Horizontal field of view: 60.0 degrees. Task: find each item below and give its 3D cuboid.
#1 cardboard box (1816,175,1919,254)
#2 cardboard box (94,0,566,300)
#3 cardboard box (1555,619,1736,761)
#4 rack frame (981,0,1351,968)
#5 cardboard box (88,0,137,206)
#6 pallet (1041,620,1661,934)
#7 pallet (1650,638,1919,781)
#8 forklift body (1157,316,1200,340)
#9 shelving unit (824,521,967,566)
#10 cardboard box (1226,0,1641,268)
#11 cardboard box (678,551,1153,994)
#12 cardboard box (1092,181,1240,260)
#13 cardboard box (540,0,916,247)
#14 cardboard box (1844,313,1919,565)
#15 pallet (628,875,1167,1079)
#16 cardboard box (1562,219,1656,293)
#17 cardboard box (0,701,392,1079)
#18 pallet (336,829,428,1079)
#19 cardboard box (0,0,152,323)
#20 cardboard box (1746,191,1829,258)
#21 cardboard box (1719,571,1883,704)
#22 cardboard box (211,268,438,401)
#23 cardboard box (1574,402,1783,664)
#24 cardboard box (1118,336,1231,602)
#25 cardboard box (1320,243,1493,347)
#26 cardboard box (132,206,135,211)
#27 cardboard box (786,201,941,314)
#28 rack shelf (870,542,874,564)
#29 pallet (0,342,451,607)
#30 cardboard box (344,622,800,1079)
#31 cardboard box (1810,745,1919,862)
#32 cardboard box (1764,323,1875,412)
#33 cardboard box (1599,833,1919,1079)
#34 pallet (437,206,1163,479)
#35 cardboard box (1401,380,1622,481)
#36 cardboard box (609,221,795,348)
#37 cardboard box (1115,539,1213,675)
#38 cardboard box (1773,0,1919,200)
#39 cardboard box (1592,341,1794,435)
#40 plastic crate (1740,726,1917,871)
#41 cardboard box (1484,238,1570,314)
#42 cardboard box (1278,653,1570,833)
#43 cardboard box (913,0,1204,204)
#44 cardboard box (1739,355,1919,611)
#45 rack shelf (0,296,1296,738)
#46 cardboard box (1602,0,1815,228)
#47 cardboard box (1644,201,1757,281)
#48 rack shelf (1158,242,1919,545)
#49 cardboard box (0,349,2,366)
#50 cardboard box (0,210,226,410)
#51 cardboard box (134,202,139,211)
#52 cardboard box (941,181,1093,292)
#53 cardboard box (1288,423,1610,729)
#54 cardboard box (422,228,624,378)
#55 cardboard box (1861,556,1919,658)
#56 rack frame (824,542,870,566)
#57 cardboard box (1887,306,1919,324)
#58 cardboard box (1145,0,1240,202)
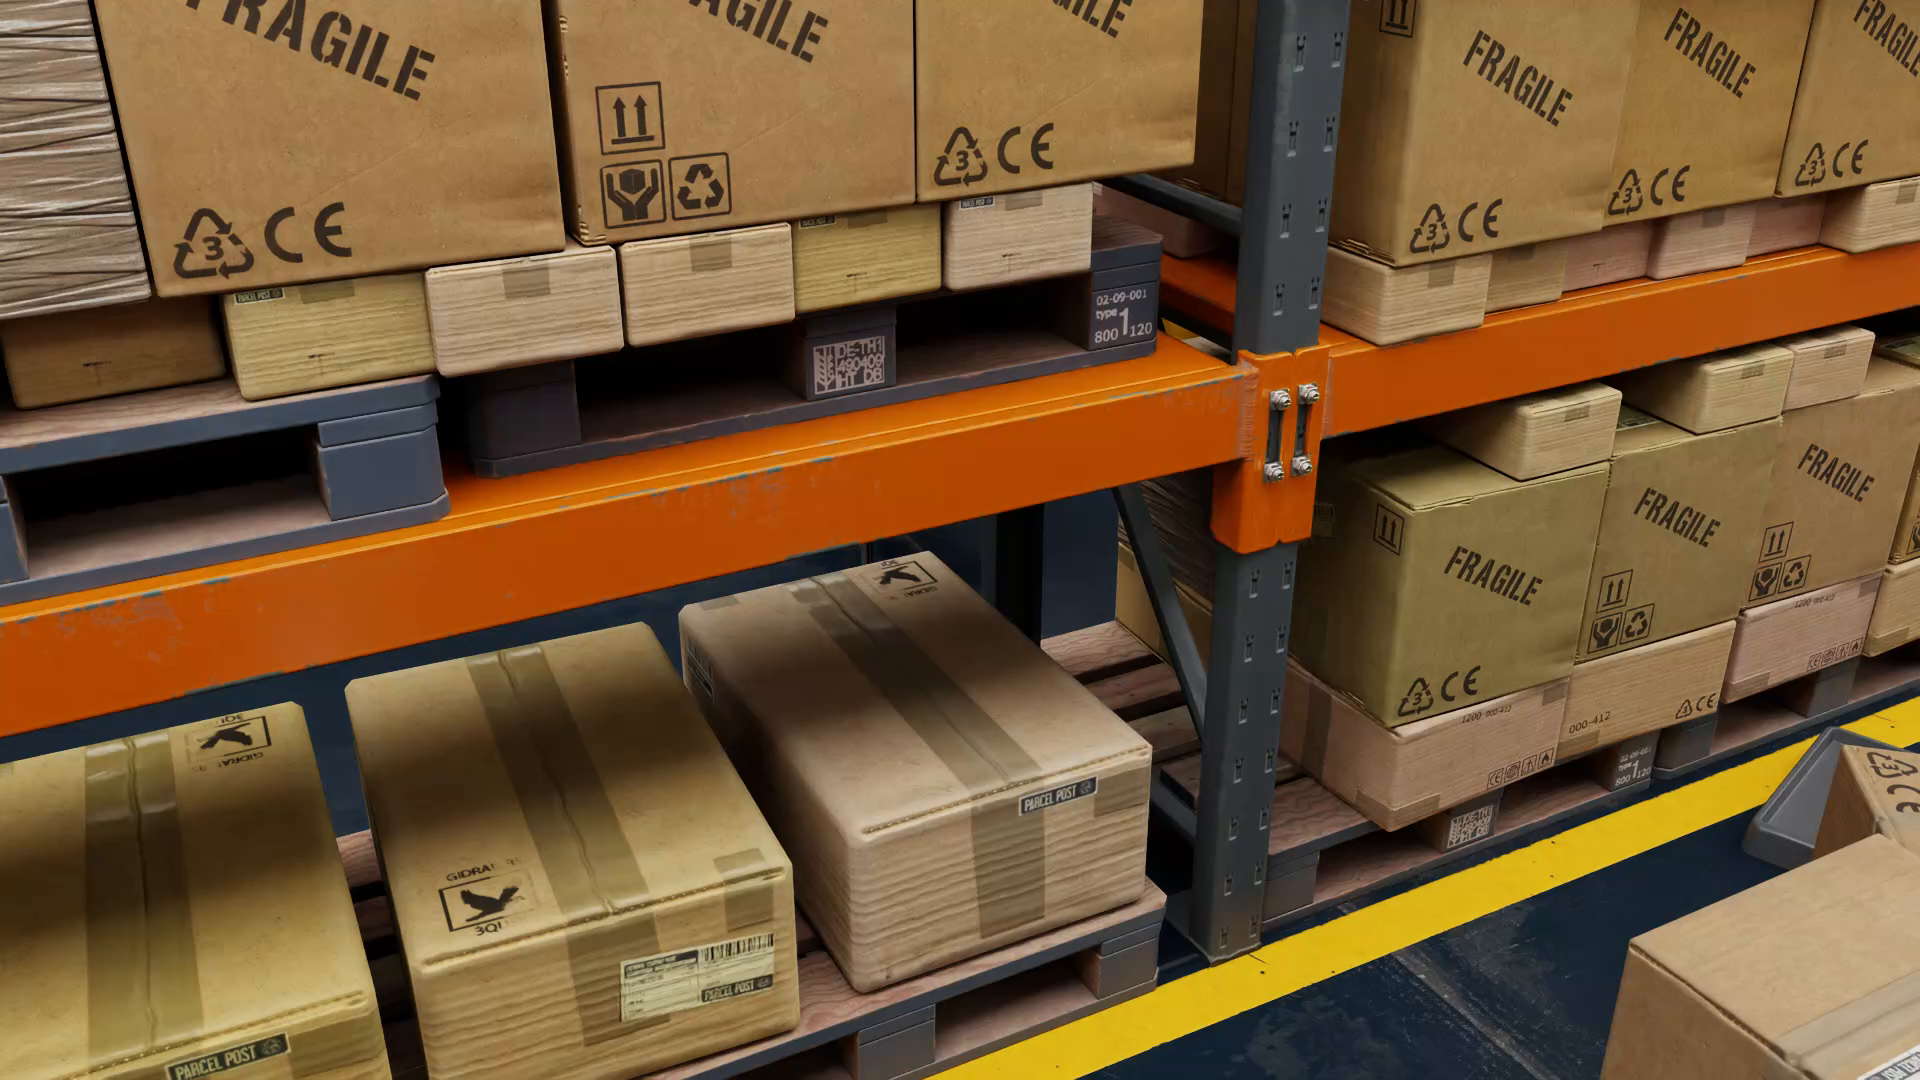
[{"bbox_3d":[1.899,-0.762,3.661,0.250,0.149,0.380,-13,28,-25],"label":"cardboard box"},{"bbox_3d":[-0.858,-0.659,2.212,0.500,0.500,0.500,-12,28,-23],"label":"cardboard box"},{"bbox_3d":[1.451,0.244,3.968,0.500,0.250,0.500,-11,28,-22],"label":"cardboard box"},{"bbox_3d":[0.337,-0.676,3.193,0.127,3.000,1.000,-13,29,-25],"label":"rack frame"},{"bbox_3d":[-1.544,-0.752,2.407,0.500,0.500,0.500,-14,29,-27],"label":"cardboard box"},{"bbox_3d":[0.913,0.431,4.109,1.213,0.211,1.003,-13,29,-25],"label":"pallet"},{"bbox_3d":[1.991,0.180,4.630,1.213,0.211,1.003,-13,29,-25],"label":"pallet"},{"bbox_3d":[0.713,-1.920,6.764,1.214,2.155,2.313,-13,29,-25],"label":"forklift body"},{"bbox_3d":[-0.146,-0.913,4.725,0.503,2.100,0.431,-13,29,-25],"label":"shelving unit"},{"bbox_3d":[0.857,-0.839,3.072,0.500,0.500,0.500,-13,29,-25],"label":"cardboard box"},{"bbox_3d":[-0.124,0.427,3.446,0.625,0.372,0.950,-13,28,-24],"label":"cardboard box"},{"bbox_3d":[0.477,-0.745,3.626,0.250,0.149,0.380,-13,29,-26],"label":"cardboard box"},{"bbox_3d":[-0.399,-0.761,2.426,0.500,0.500,0.500,-13,28,-25],"label":"cardboard box"},{"bbox_3d":[2.375,-0.308,4.252,0.500,0.500,0.500,-14,29,-26],"label":"cardboard box"},{"bbox_3d":[-0.349,0.740,3.465,1.213,0.211,1.003,-13,29,-25],"label":"pallet"},{"bbox_3d":[1.185,-0.642,3.411,0.250,0.149,0.380,-13,29,-25],"label":"cardboard box"},{"bbox_3d":[-1.370,0.717,2.842,0.625,0.372,0.950,-12,28,-23],"label":"cardboard box"},{"bbox_3d":[-1.427,0.990,2.944,1.213,0.211,1.003,-13,29,-25],"label":"pallet"},{"bbox_3d":[-1.319,-0.552,1.989,0.500,0.500,0.500,-14,29,-27],"label":"cardboard box"},{"bbox_3d":[1.640,-0.745,3.626,0.250,0.149,0.380,-13,29,-25],"label":"cardboard box"},{"bbox_3d":[1.917,0.135,4.195,0.500,0.250,0.500,-13,29,-26],"label":"cardboard box"},{"bbox_3d":[-0.894,-0.340,2.297,0.250,0.149,0.380,-13,29,-25],"label":"cardboard box"},{"bbox_3d":[1.452,-0.095,3.807,0.500,0.500,0.500,-12,28,-23],"label":"cardboard box"},{"bbox_3d":[0.733,-0.187,3.999,0.500,0.500,0.500,-13,29,-26],"label":"cardboard box"},{"bbox_3d":[0.766,-0.505,3.126,0.250,0.149,0.380,-13,29,-25],"label":"cardboard box"},{"bbox_3d":[-3.145,-1.424,7.009,0.625,0.625,0.875,-13,29,-26],"label":"cardboard box"},{"bbox_3d":[-0.228,-0.495,2.621,0.250,0.149,0.380,-14,29,-27],"label":"cardboard box"},{"bbox_3d":[-0.146,-0.270,5.034,0.480,0.518,0.431,-13,29,-25],"label":"rack shelf"},{"bbox_3d":[-1.465,-0.194,2.410,1.213,0.211,1.003,-13,29,-25],"label":"pallet"},{"bbox_3d":[-0.757,0.575,3.138,0.625,0.372,0.950,-11,28,-22],"label":"cardboard box"},{"bbox_3d":[1.923,0.751,3.105,0.500,0.500,0.500,5,26,11],"label":"cardboard box"},{"bbox_3d":[1.812,-0.437,3.771,0.250,0.149,0.380,-11,28,-22],"label":"cardboard box"},{"bbox_3d":[1.201,0.783,2.167,0.500,0.500,0.500,-13,29,-25],"label":"cardboard box"},{"bbox_3d":[-0.406,-0.490,3.026,1.213,0.211,1.003,-13,29,-25],"label":"pallet"},{"bbox_3d":[1.123,-0.276,3.435,0.250,0.149,0.380,-13,28,-24],"label":"cardboard box"},{"bbox_3d":[-0.439,-0.429,2.483,0.250,0.149,0.380,-14,29,-26],"label":"cardboard box"},{"bbox_3d":[0.732,0.151,4.162,0.500,0.250,0.500,-12,28,-23],"label":"cardboard box"},{"bbox_3d":[1.738,-1.047,3.506,0.500,0.500,0.500,-13,29,-26],"label":"cardboard box"},{"bbox_3d":[1.576,-0.381,3.655,0.250,0.149,0.380,-12,28,-23],"label":"cardboard box"},{"bbox_3d":[2.108,0.633,3.838,0.402,0.080,0.583,21,33,37],"label":"plastic crate"},{"bbox_3d":[0.965,-0.576,3.274,0.250,0.149,0.380,-12,28,-24],"label":"cardboard box"},{"bbox_3d":[0.985,0.357,3.733,0.500,0.250,0.500,-14,29,-27],"label":"cardboard box"},{"bbox_3d":[0.038,-0.863,2.637,0.500,0.500,0.500,-14,29,-26],"label":"cardboard box"},{"bbox_3d":[1.910,-0.200,4.025,0.500,0.500,0.500,-11,28,-22],"label":"cardboard box"},{"bbox_3d":[-1.428,0.055,2.500,4.000,0.370,1.077,-13,29,-25],"label":"rack shelf"},{"bbox_3d":[1.289,-0.950,3.303,0.500,0.500,0.500,-13,29,-25],"label":"cardboard box"},{"bbox_3d":[1.419,-0.679,3.488,0.250,0.149,0.380,-12,28,-24],"label":"cardboard box"},{"bbox_3d":[2.102,-0.759,4.197,4.000,0.370,1.077,-13,29,-25],"label":"rack shelf"},{"bbox_3d":[-1.369,-0.243,2.096,0.250,0.149,0.380,-12,28,-23],"label":"cardboard box"},{"bbox_3d":[-1.175,-0.325,2.267,0.250,0.149,0.380,-14,29,-27],"label":"cardboard box"},{"bbox_3d":[-1.203,-0.540,2.714,0.250,0.149,0.380,-13,28,-25],"label":"cardboard box"},{"bbox_3d":[0.013,-0.542,2.718,0.250,0.149,0.380,-13,28,-24],"label":"cardboard box"},{"bbox_3d":[0.985,0.019,3.570,0.500,0.500,0.500,-12,28,-23],"label":"cardboard box"},{"bbox_3d":[-0.662,-0.376,2.372,0.250,0.149,0.380,-13,28,-25],"label":"cardboard box"},{"bbox_3d":[2.360,0.038,4.397,0.500,0.250,0.500,-14,29,-27],"label":"cardboard box"},{"bbox_3d":[-0.361,-0.863,4.622,0.015,2.100,0.400,-13,29,-25],"label":"rack frame"},{"bbox_3d":[2.534,-0.605,4.120,0.250,0.149,0.380,-12,28,-23],"label":"cardboard box"},{"bbox_3d":[0.612,-1.041,3.493,0.500,0.500,0.500,-14,29,-26],"label":"cardboard box"}]
